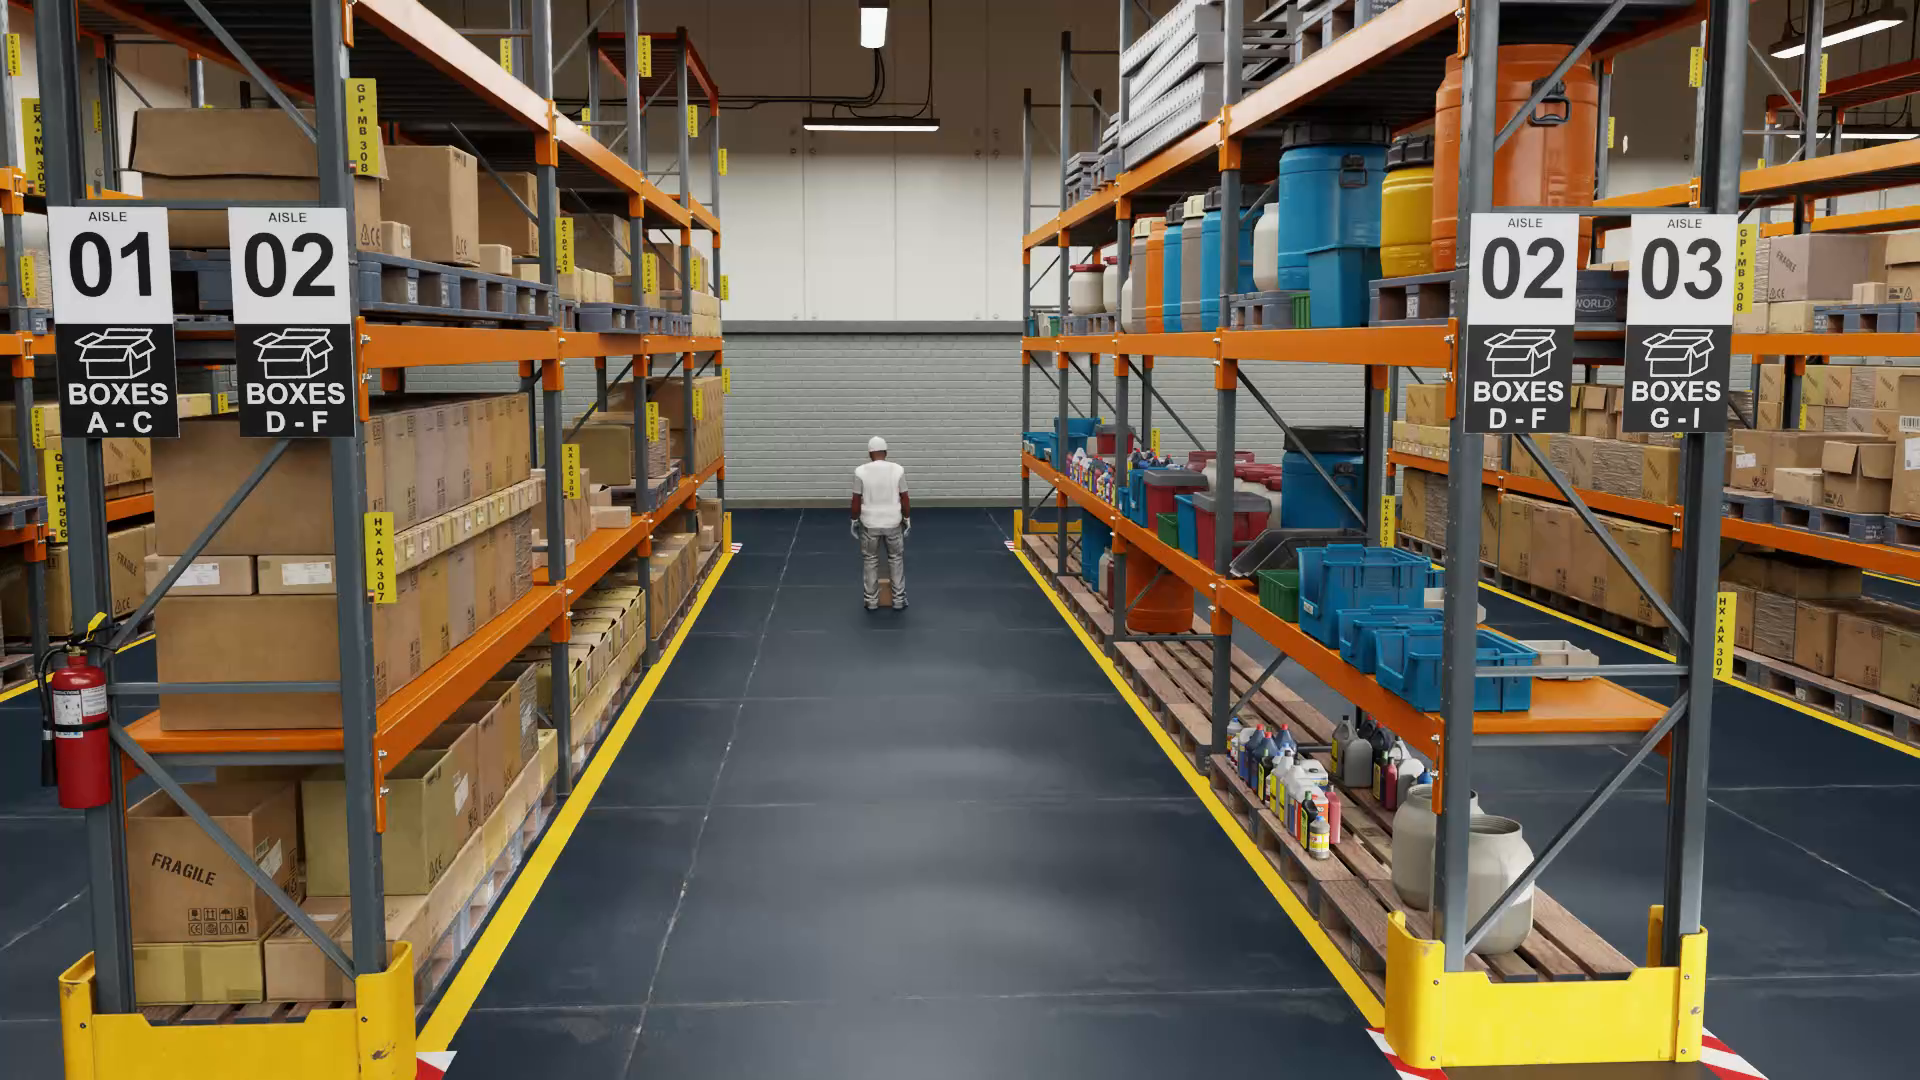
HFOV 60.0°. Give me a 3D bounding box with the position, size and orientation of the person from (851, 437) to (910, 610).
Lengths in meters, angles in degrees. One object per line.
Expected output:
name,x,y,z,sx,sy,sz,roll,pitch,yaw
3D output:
person,-0.819,-0.176,17.180,0.621,1.773,0.449,-1,7,-7
